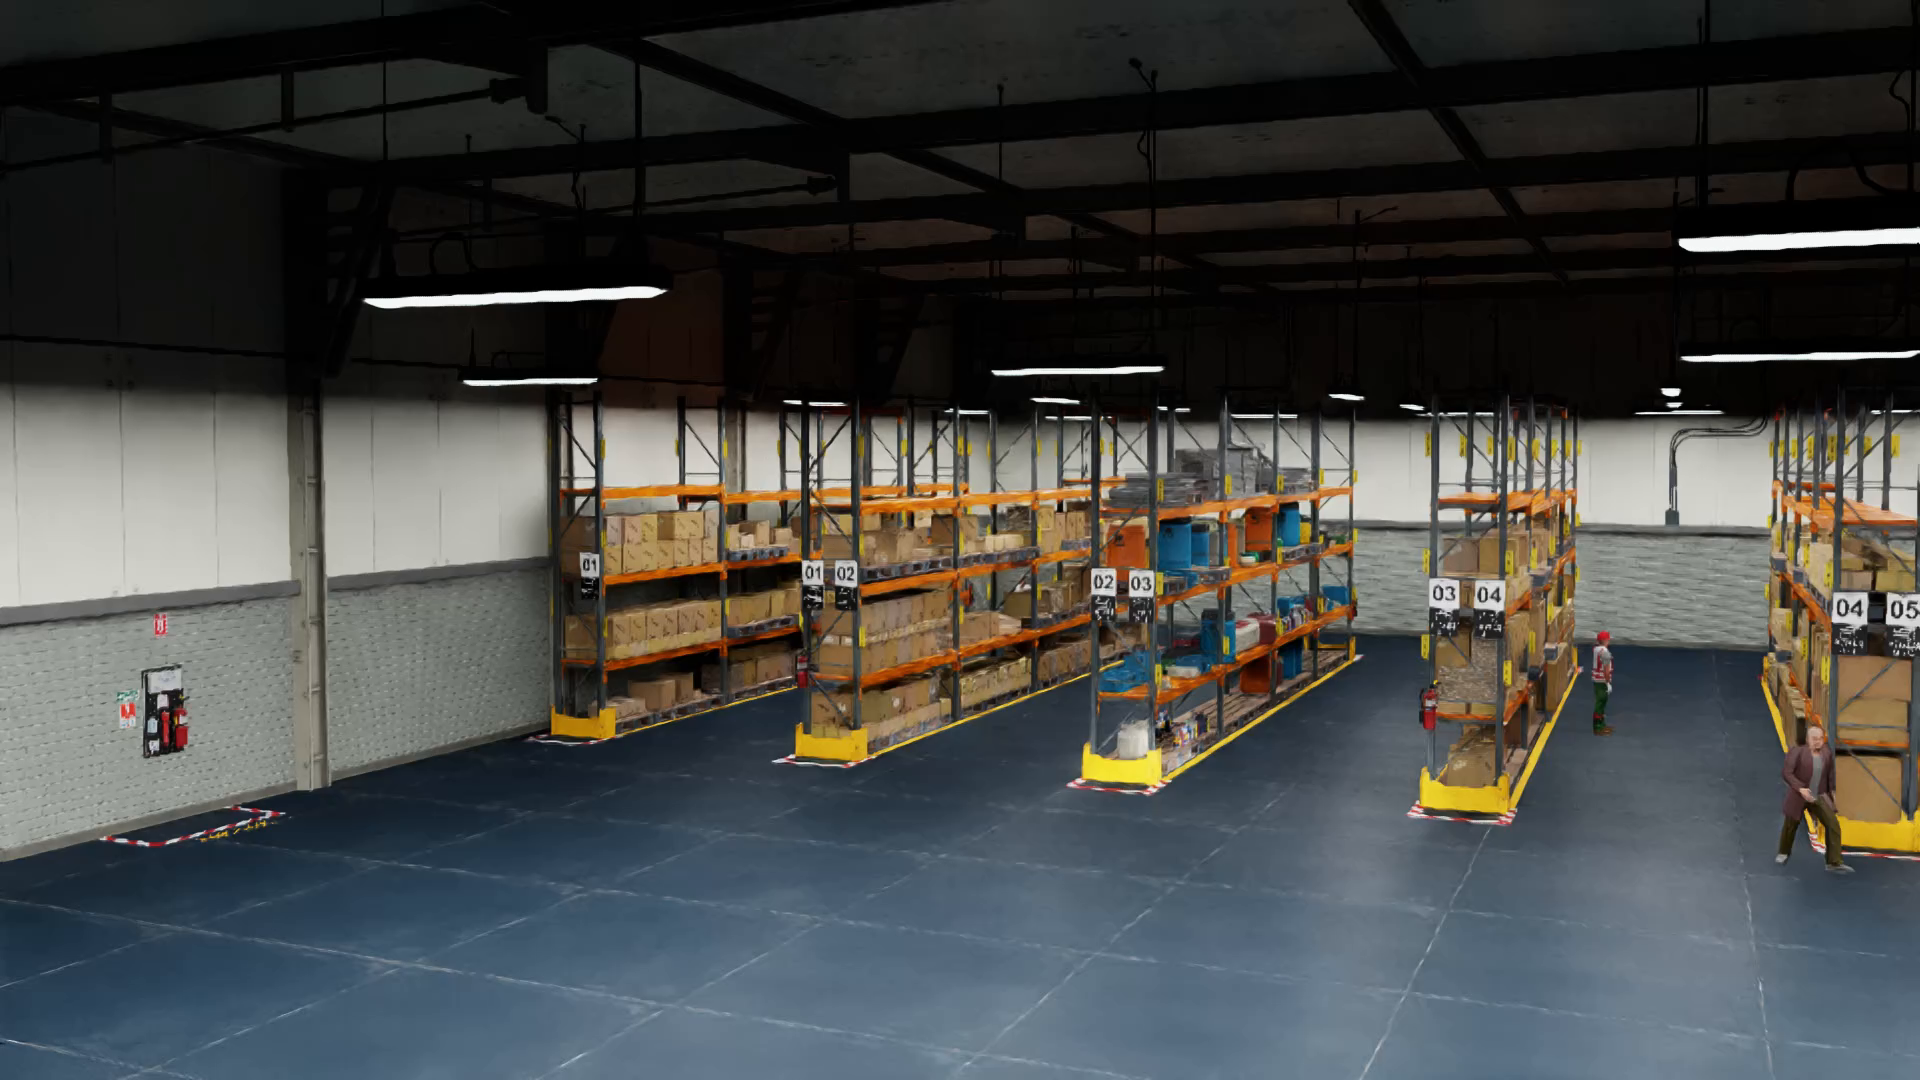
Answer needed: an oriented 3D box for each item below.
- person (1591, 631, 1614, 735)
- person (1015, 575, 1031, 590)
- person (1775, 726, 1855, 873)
[{"bbox_3d":[11.288,2.480,29.107,0.471,1.782,0.623,0,3,2],"label":"person"},{"bbox_3d":[1.648,1.767,42.914,0.603,1.725,1.110,1,3,23],"label":"person"},{"bbox_3d":[10.084,3.044,19.736,0.737,1.717,0.880,0,3,6],"label":"person"}]
